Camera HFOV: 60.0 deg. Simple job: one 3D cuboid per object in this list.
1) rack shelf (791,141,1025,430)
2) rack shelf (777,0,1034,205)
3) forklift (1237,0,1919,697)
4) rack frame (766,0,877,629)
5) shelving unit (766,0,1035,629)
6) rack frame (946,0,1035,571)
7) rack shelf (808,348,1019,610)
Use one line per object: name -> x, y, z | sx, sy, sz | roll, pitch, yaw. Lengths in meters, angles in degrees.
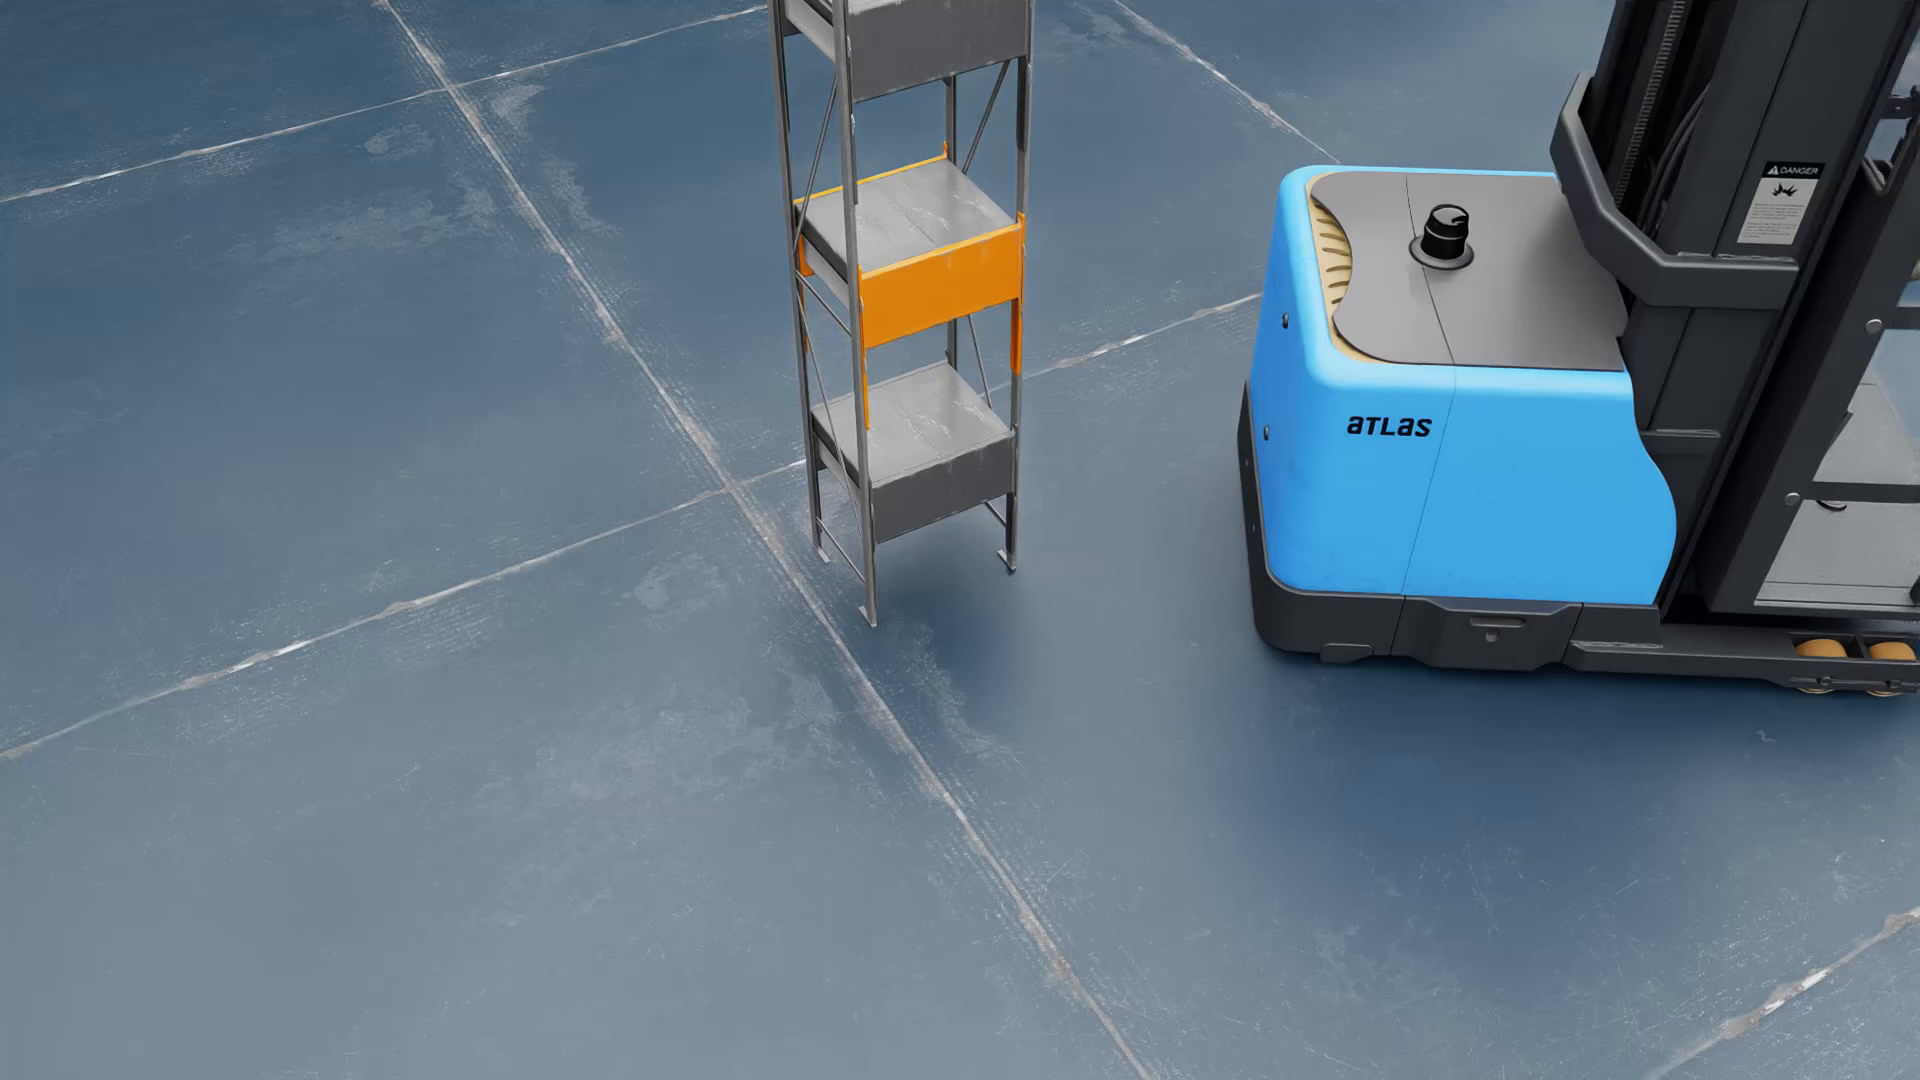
rack shelf -> -0.144, -0.686, 4.469 | 0.480, 0.518, 0.431 | -22, 48, -21
rack shelf -> -0.144, -1.189, 3.982 | 0.480, 0.518, 0.431 | -22, 48, -21
forklift -> 2.404, -0.986, 4.161 | 3.031, 2.935, 1.130 | 2, 44, 2
rack frame -> -0.355, -0.611, 4.372 | 0.015, 2.100, 0.400 | -22, 48, -21
shelving unit -> -0.144, -0.696, 4.460 | 0.503, 2.100, 0.431 | -22, 48, -21
rack frame -> 0.068, -0.781, 4.547 | 0.015, 2.100, 0.400 | -22, 48, -21
rack shelf -> -0.144, -0.184, 4.957 | 0.480, 0.518, 0.431 | -22, 48, -21
